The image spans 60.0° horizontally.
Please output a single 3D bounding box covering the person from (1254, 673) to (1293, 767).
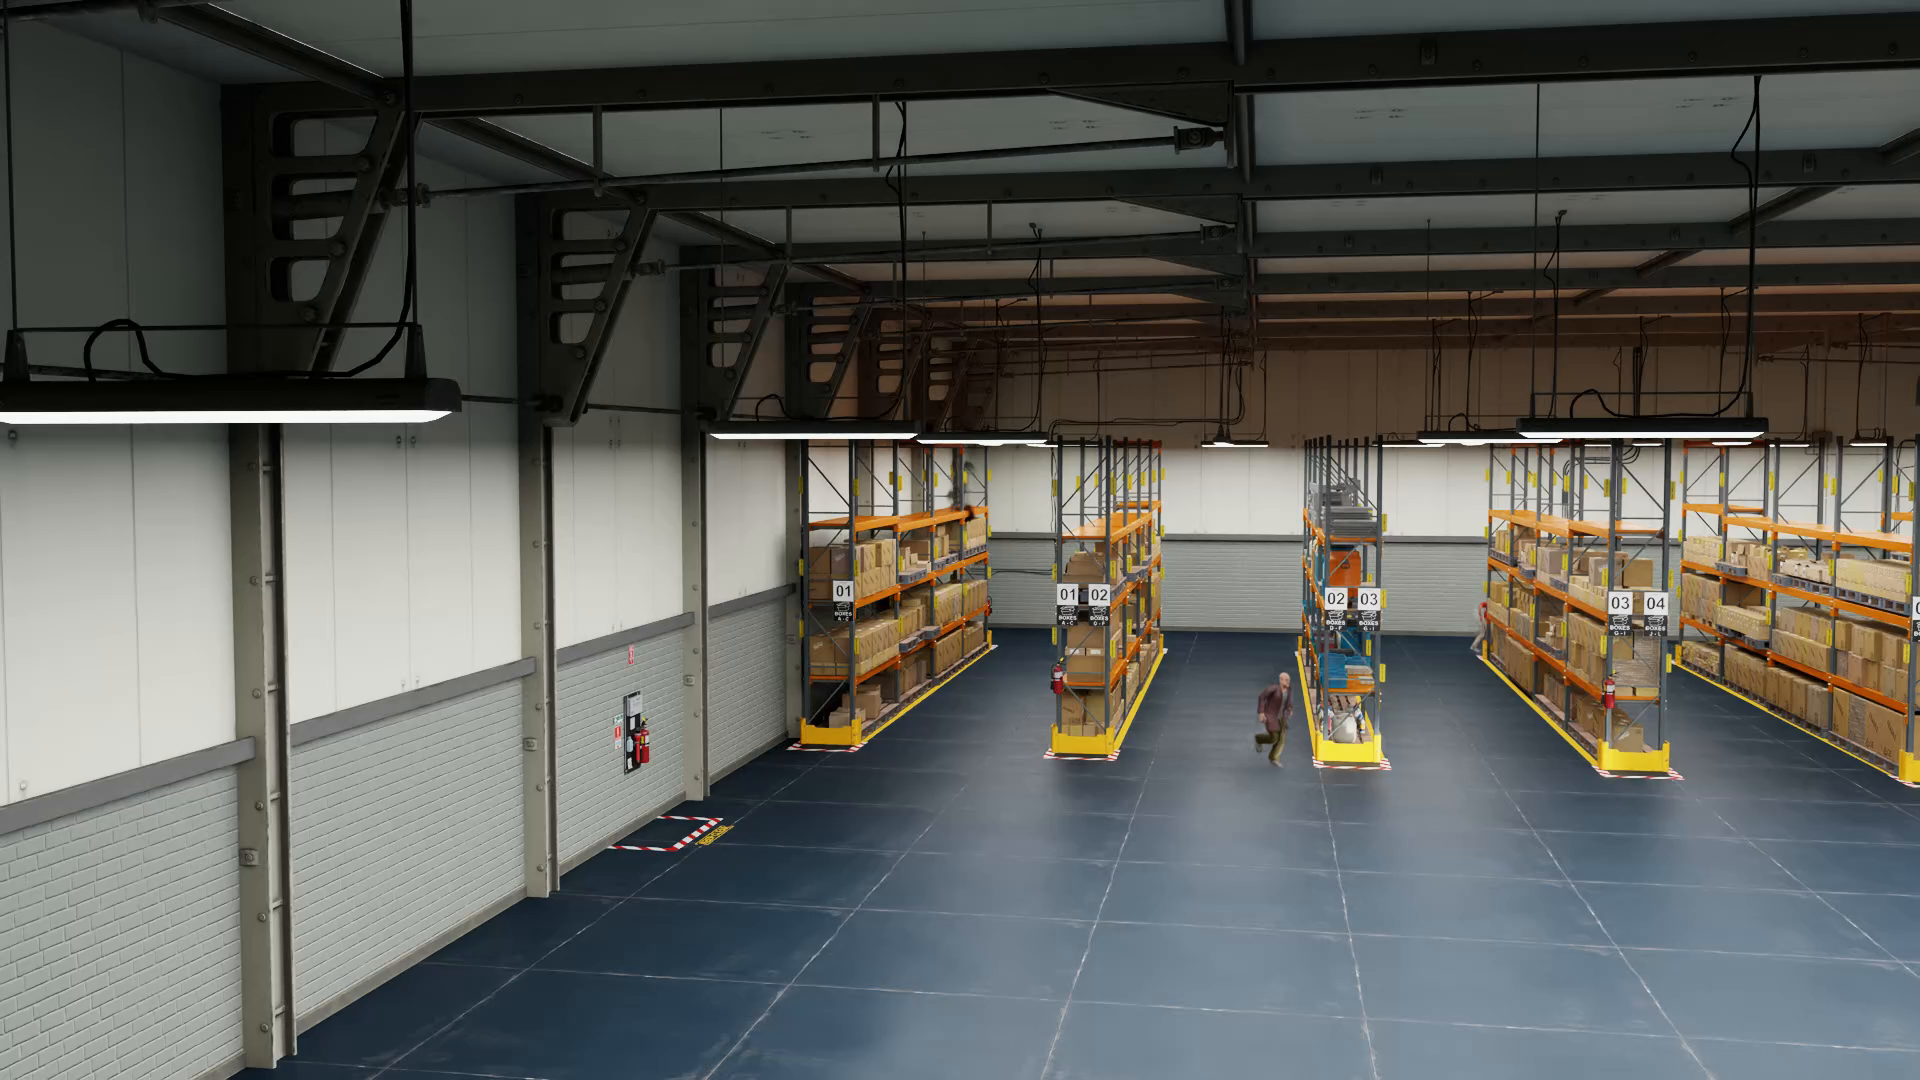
[{"bbox_3d":[5.695,3.250,30.305,0.707,1.719,0.819,-2,4,-38],"label":"person"}]

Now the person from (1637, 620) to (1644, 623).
[{"bbox_3d":[18.407,2.473,45.265,0.598,1.585,0.638,-1,3,-20],"label":"person"}]

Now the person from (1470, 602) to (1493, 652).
[{"bbox_3d":[14.776,2.363,46.575,0.928,1.742,0.642,1,3,22],"label":"person"}]

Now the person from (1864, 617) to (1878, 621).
[{"bbox_3d":[24.943,2.414,45.096,0.918,1.764,0.712,0,3,-1],"label":"person"}]
